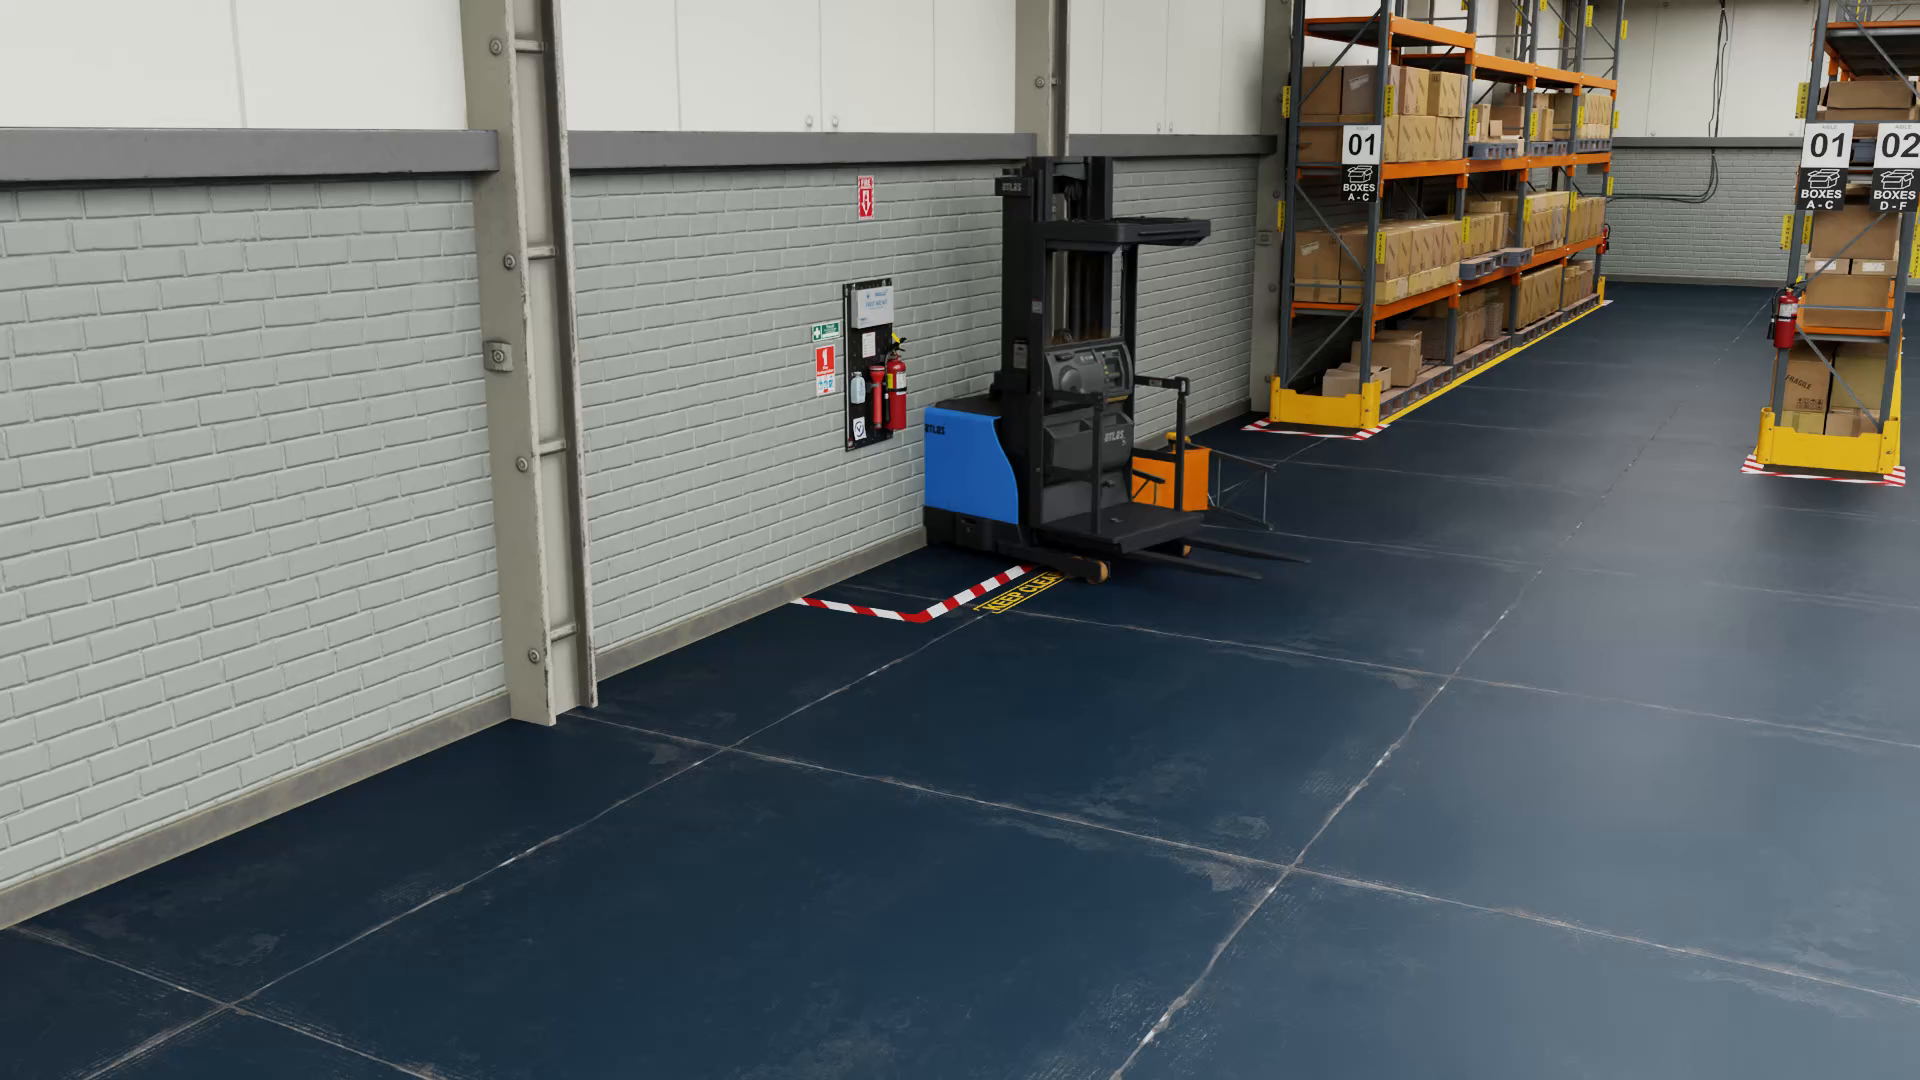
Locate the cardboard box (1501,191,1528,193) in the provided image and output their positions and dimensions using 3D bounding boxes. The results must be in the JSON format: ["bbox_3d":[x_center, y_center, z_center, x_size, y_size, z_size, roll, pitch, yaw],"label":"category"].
[{"bbox_3d":[9.088,-5.596,27.356,0.500,0.250,0.500,8,15,29],"label":"cardboard box"}]

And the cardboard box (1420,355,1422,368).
[{"bbox_3d":[5.685,-2.284,21.213,0.380,0.166,0.250,5,15,21],"label":"cardboard box"}]

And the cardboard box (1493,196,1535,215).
[{"bbox_3d":[8.310,-5.018,24.959,0.500,0.250,0.500,8,16,29],"label":"cardboard box"}]

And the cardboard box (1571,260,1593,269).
[{"bbox_3d":[11.565,-5.125,30.944,0.380,0.149,0.250,7,15,27],"label":"cardboard box"}]

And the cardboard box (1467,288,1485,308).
[{"bbox_3d":[7.218,-3.481,23.867,0.500,0.250,0.500,8,16,29],"label":"cardboard box"}]

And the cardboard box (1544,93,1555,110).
[{"bbox_3d":[9.918,-7.374,28.431,0.500,0.500,0.500,7,15,28],"label":"cardboard box"}]

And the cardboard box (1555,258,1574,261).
[{"bbox_3d":[11.353,-5.220,31.339,0.380,0.149,0.250,7,15,28],"label":"cardboard box"}]

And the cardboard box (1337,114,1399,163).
[{"bbox_3d":[4.364,-4.297,17.799,0.500,0.500,0.500,8,16,30],"label":"cardboard box"}]

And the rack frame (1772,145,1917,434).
[{"bbox_3d":[8.322,-2.179,15.673,1.000,3.000,0.127,7,15,28],"label":"rack frame"}]

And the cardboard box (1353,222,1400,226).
[{"bbox_3d":[5.009,-3.582,20.168,0.500,0.500,0.500,8,16,30],"label":"cardboard box"}]

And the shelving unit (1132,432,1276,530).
[{"bbox_3d":[1.681,-0.431,13.512,1.083,0.587,1.500,-6,15,-25],"label":"shelving unit"}]

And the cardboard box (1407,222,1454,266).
[{"bbox_3d":[5.724,-3.627,20.354,0.500,0.500,0.500,7,15,28],"label":"cardboard box"}]

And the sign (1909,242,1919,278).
[{"bbox_3d":[8.805,-2.575,15.296,0.100,0.325,0.005,7,15,28],"label":"sign"}]

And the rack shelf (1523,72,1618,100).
[{"bbox_3d":[10.752,-7.984,29.340,1.077,0.370,4.000,7,15,28],"label":"rack shelf"}]

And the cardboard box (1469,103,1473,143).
[{"bbox_3d":[6.252,-5.375,21.417,0.500,0.500,0.500,10,17,36],"label":"cardboard box"}]

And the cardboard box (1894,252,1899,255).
[{"bbox_3d":[9.198,-2.811,16.697,0.380,0.149,0.250,7,15,26],"label":"cardboard box"}]

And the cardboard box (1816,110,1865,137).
[{"bbox_3d":[8.648,-4.103,16.377,0.500,0.250,0.500,7,15,28],"label":"cardboard box"}]

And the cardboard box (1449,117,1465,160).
[{"bbox_3d":[5.889,-4.945,20.488,0.500,0.500,0.500,8,16,30],"label":"cardboard box"}]

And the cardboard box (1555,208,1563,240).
[{"bbox_3d":[9.545,-5.176,27.211,0.500,0.500,0.500,8,15,28],"label":"cardboard box"}]

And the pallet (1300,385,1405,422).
[{"bbox_3d":[4.444,-1.562,19.064,1.003,0.211,1.213,7,15,28],"label":"pallet"}]

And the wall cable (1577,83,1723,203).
[{"bbox_3d":[14.766,-8.549,35.920,3.097,2.526,0.112,7,15,28],"label":"wall cable"}]

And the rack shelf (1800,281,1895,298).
[{"bbox_3d":[11.223,-3.061,20.863,1.077,0.370,4.000,7,15,28],"label":"rack shelf"}]

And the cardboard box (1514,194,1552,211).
[{"bbox_3d":[9.035,-5.331,26.257,0.500,0.250,0.500,7,15,27],"label":"cardboard box"}]

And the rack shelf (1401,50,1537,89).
[{"bbox_3d":[6.884,-6.343,22.532,1.077,0.370,4.000,7,15,28],"label":"rack shelf"}]

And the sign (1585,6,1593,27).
[{"bbox_3d":[10.266,-8.552,27.143,0.100,0.325,0.005,7,15,28],"label":"sign"}]

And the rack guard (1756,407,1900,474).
[{"bbox_3d":[8.311,-0.959,15.946,1.175,0.500,0.348,7,15,28],"label":"rack guard"}]

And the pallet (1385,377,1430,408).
[{"bbox_3d":[5.035,-1.812,20.098,1.003,0.211,1.213,7,15,28],"label":"pallet"}]

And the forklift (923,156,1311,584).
[{"bbox_3d":[1.097,-1.251,11.969,3.031,2.935,1.130,12,18,41],"label":"forklift"}]

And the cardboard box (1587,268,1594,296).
[{"bbox_3d":[11.468,-4.856,31.215,0.700,0.500,0.500,7,15,28],"label":"cardboard box"}]

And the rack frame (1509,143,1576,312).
[{"bbox_3d":[9.785,-5.202,28.210,1.000,3.000,0.127,7,15,28],"label":"rack frame"}]

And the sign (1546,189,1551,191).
[{"bbox_3d":[11.236,-6.546,31.769,0.100,0.325,0.005,7,15,28],"label":"sign"}]

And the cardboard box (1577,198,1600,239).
[{"bbox_3d":[11.139,-5.912,30.516,0.980,0.700,0.700,7,15,28],"label":"cardboard box"}]

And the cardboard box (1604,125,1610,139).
[{"bbox_3d":[11.597,-7.480,30.471,0.500,0.250,0.500,8,16,30],"label":"cardboard box"}]

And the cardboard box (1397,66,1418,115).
[{"bbox_3d":[4.670,-4.891,18.132,0.500,0.500,0.500,7,15,27],"label":"cardboard box"}]

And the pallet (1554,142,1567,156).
[{"bbox_3d":[9.385,-6.373,27.078,0.805,0.209,1.217,7,15,26],"label":"pallet"}]

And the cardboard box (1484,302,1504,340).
[{"bbox_3d":[7.549,-3.226,24.410,0.700,0.500,0.500,8,16,29],"label":"cardboard box"}]

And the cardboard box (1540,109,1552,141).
[{"bbox_3d":[9.051,-6.633,26.594,0.700,0.500,0.500,7,15,27],"label":"cardboard box"}]

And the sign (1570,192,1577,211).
[{"bbox_3d":[10.265,-5.667,27.837,0.100,0.325,0.005,7,15,28],"label":"sign"}]

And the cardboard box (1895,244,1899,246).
[{"bbox_3d":[9.940,-3.125,18.000,0.380,0.149,0.250,7,15,28],"label":"cardboard box"}]

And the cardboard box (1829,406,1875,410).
[{"bbox_3d":[9.015,-1.235,16.725,0.500,0.250,0.500,7,15,28],"label":"cardboard box"}]

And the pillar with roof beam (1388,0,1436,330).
[{"bbox_3d":[10.234,-6.641,21.380,9.100,9.000,0.400,7,15,28],"label":"pillar with roof beam"}]

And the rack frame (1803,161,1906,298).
[{"bbox_3d":[10.256,-3.000,19.077,1.000,3.000,0.127,7,15,28],"label":"rack frame"}]

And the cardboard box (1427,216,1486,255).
[{"bbox_3d":[6.761,-4.176,22.803,0.700,0.500,0.500,10,17,36],"label":"cardboard box"}]

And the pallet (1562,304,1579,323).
[{"bbox_3d":[10.221,-3.993,29.147,1.003,0.211,1.213,7,15,28],"label":"pallet"}]

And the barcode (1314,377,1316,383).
[{"bbox_3d":[4.056,-1.832,19.010,0.001,0.075,0.075,7,15,28],"label":"barcode"}]

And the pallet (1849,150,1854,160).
[{"bbox_3d":[11.402,-4.808,20.579,1.003,0.211,1.213,8,16,31],"label":"pallet"}]

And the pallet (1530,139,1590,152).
[{"bbox_3d":[10.190,-6.784,28.560,1.003,0.211,1.213,7,15,28],"label":"pallet"}]

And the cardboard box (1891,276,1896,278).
[{"bbox_3d":[11.997,-3.483,21.615,0.380,0.149,0.250,7,15,28],"label":"cardboard box"}]

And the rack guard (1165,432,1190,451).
[{"bbox_3d":[1.859,-0.613,14.270,0.087,0.587,0.250,-6,15,-25],"label":"rack guard"}]

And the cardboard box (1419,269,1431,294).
[{"bbox_3d":[5.234,-3.056,19.588,0.500,0.250,0.500,8,15,29],"label":"cardboard box"}]

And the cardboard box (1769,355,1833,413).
[{"bbox_3d":[8.321,-1.555,16.454,0.500,0.500,0.500,7,15,28],"label":"cardboard box"}]

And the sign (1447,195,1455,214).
[{"bbox_3d":[7.364,-5.006,24.928,0.100,0.325,0.005,7,15,28],"label":"sign"}]

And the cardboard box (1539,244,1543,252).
[{"bbox_3d":[9.078,-4.679,26.535,0.380,0.149,0.250,8,16,30],"label":"cardboard box"}]

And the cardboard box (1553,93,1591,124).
[{"bbox_3d":[10.375,-7.319,28.202,0.500,0.500,0.500,7,15,28],"label":"cardboard box"}]

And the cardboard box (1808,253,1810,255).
[{"bbox_3d":[8.589,-2.750,16.441,0.380,0.149,0.250,7,15,27],"label":"cardboard box"}]
